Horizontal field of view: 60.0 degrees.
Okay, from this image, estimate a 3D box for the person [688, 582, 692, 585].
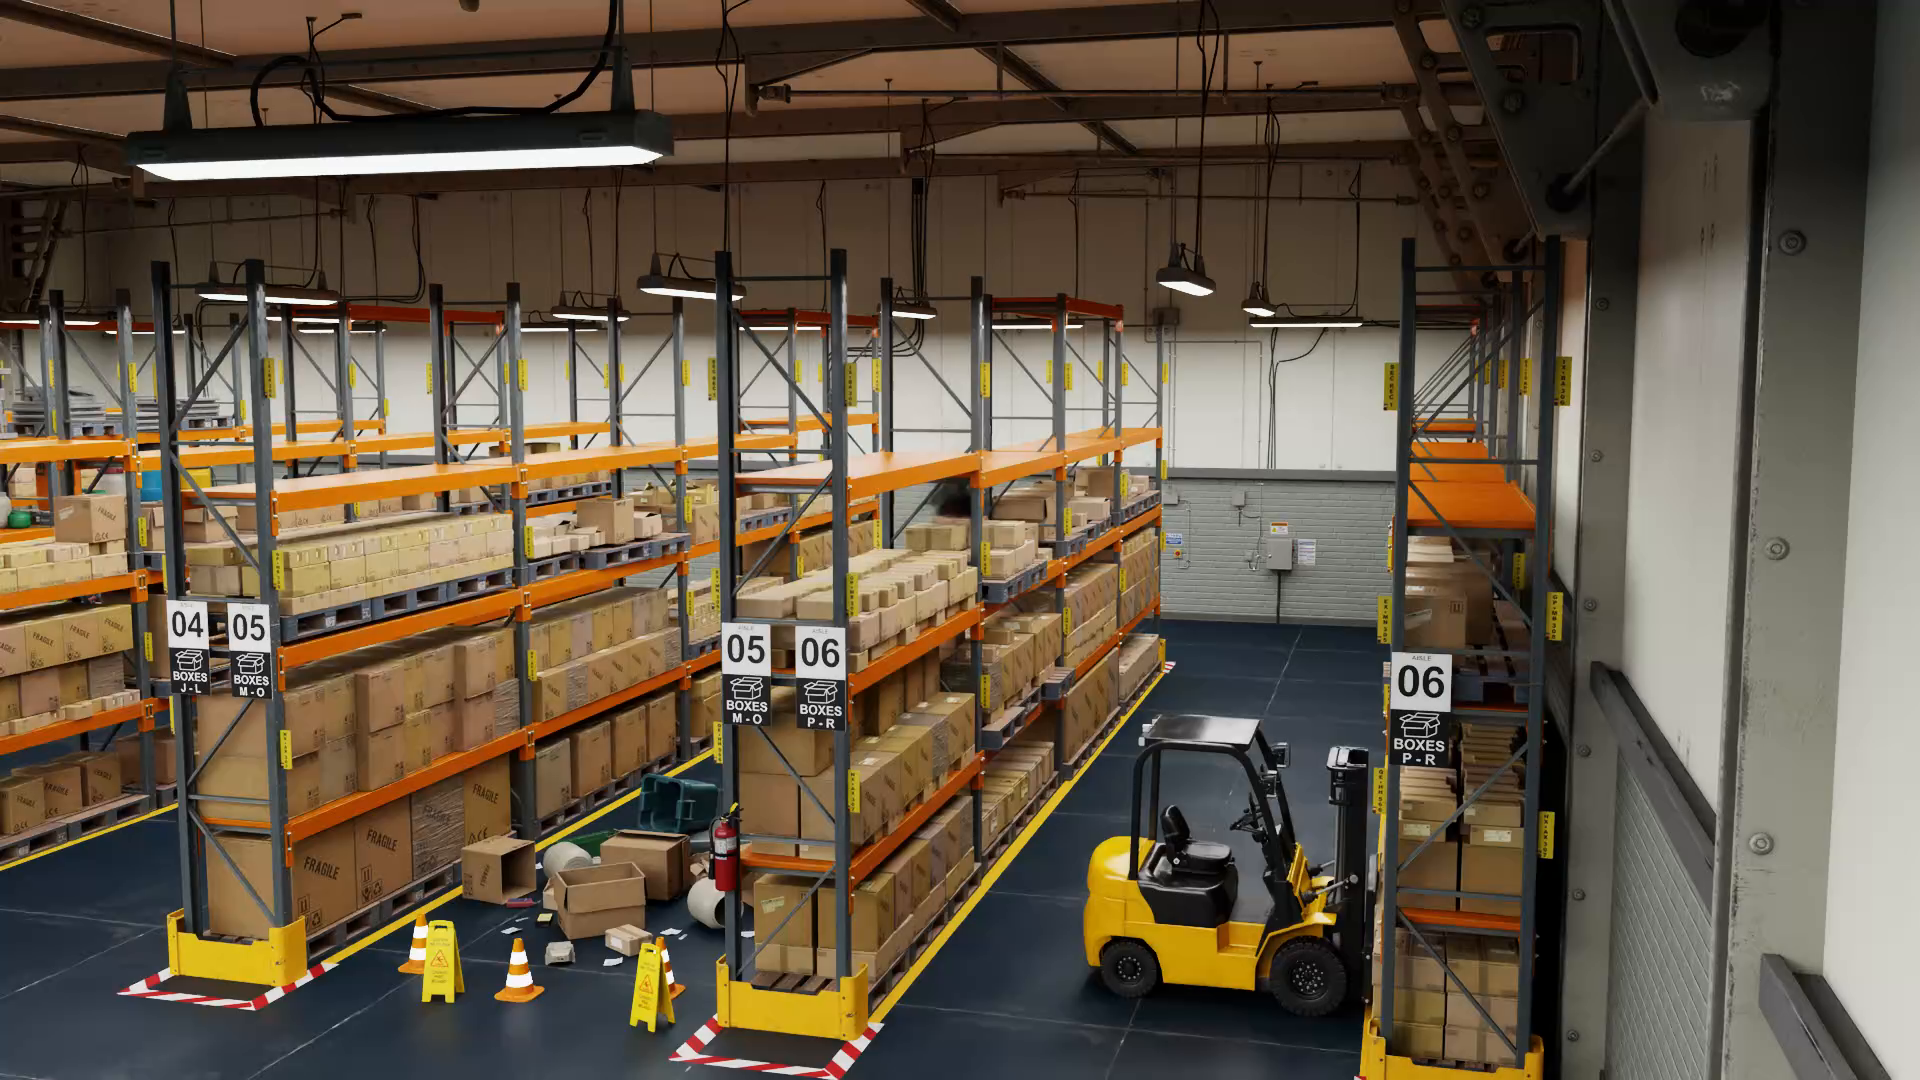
[{"bbox_3d":[-4.317,1.498,27.181,0.624,1.642,0.620,2,6,20],"label":"person"}]
